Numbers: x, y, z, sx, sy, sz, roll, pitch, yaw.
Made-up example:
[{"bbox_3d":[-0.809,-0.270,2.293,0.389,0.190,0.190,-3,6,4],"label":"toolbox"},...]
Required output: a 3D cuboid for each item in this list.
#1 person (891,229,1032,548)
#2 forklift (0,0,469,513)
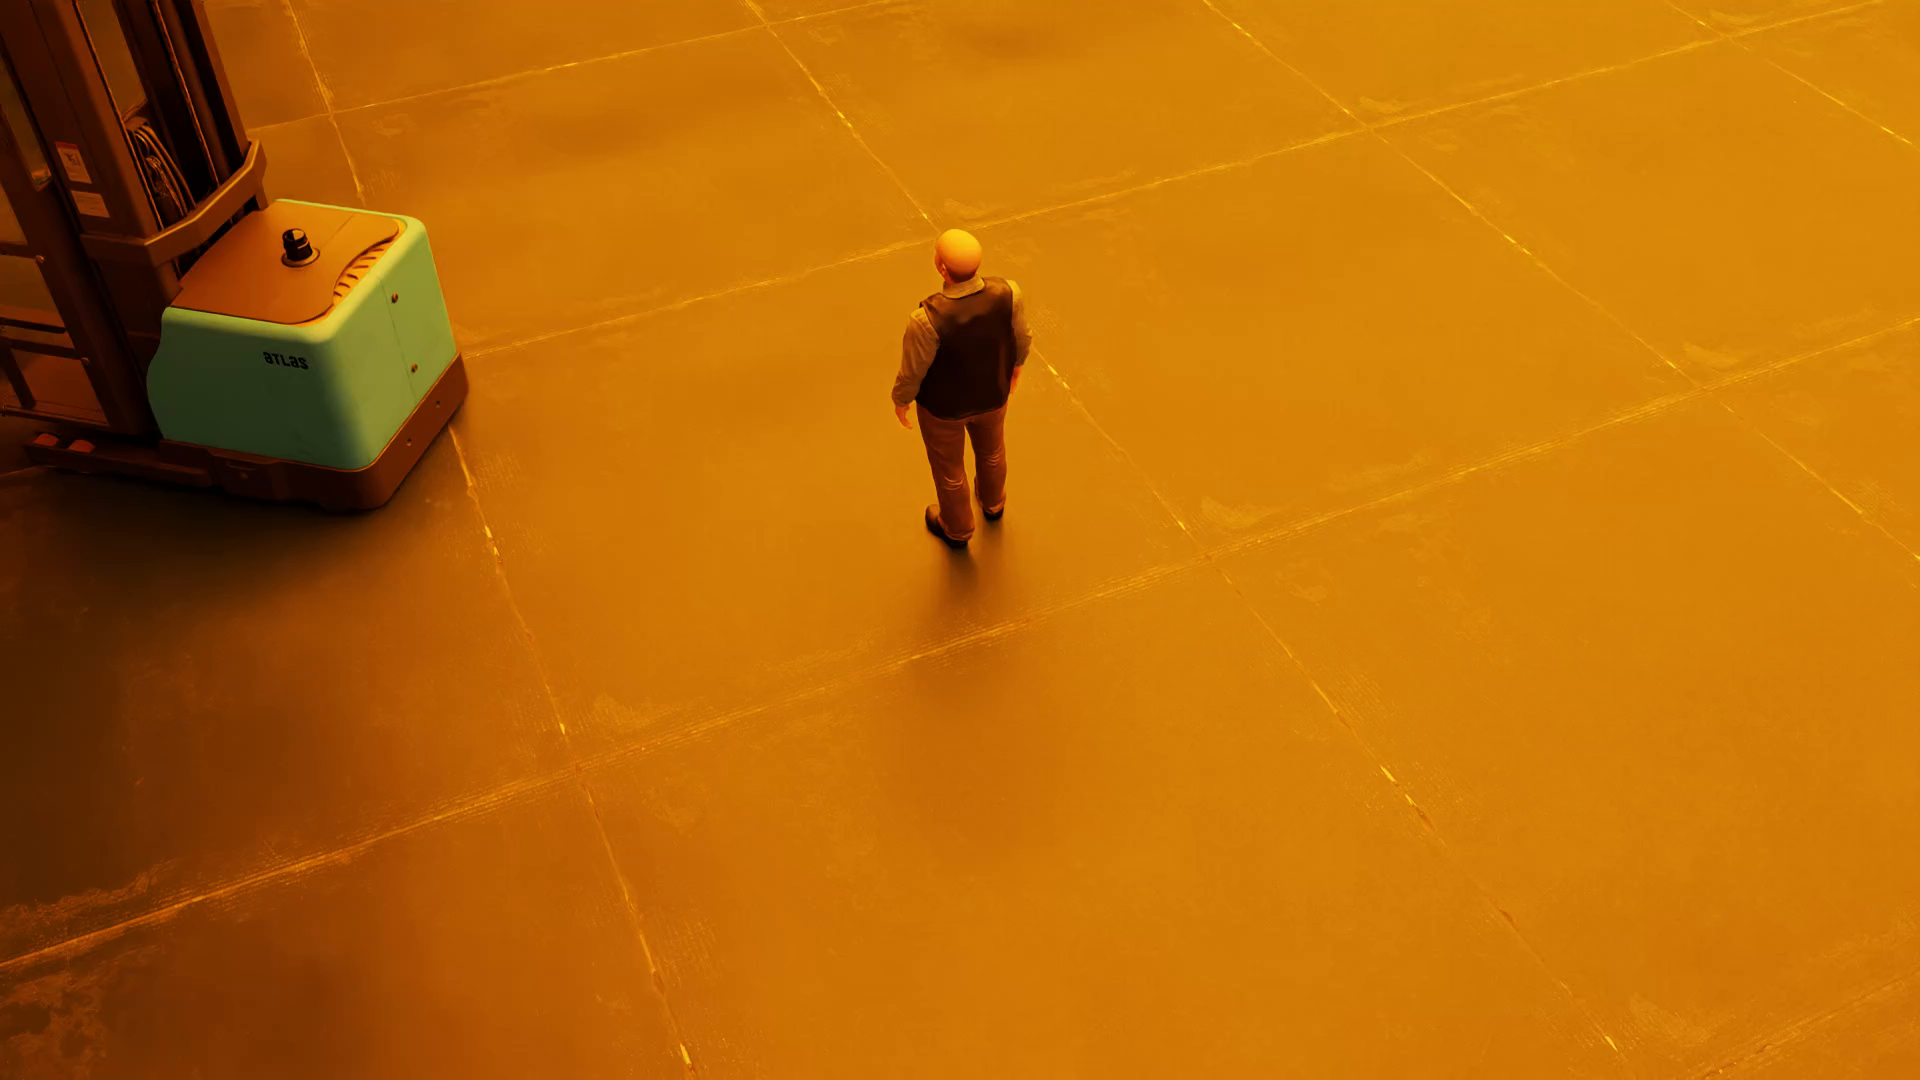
[{"bbox_3d":[-0.020,-0.676,7.280,0.633,1.722,0.566,-18,46,-18],"label":"person"},{"bbox_3d":[-4.096,-1.738,7.543,3.031,2.935,1.130,9,44,10],"label":"forklift"}]
